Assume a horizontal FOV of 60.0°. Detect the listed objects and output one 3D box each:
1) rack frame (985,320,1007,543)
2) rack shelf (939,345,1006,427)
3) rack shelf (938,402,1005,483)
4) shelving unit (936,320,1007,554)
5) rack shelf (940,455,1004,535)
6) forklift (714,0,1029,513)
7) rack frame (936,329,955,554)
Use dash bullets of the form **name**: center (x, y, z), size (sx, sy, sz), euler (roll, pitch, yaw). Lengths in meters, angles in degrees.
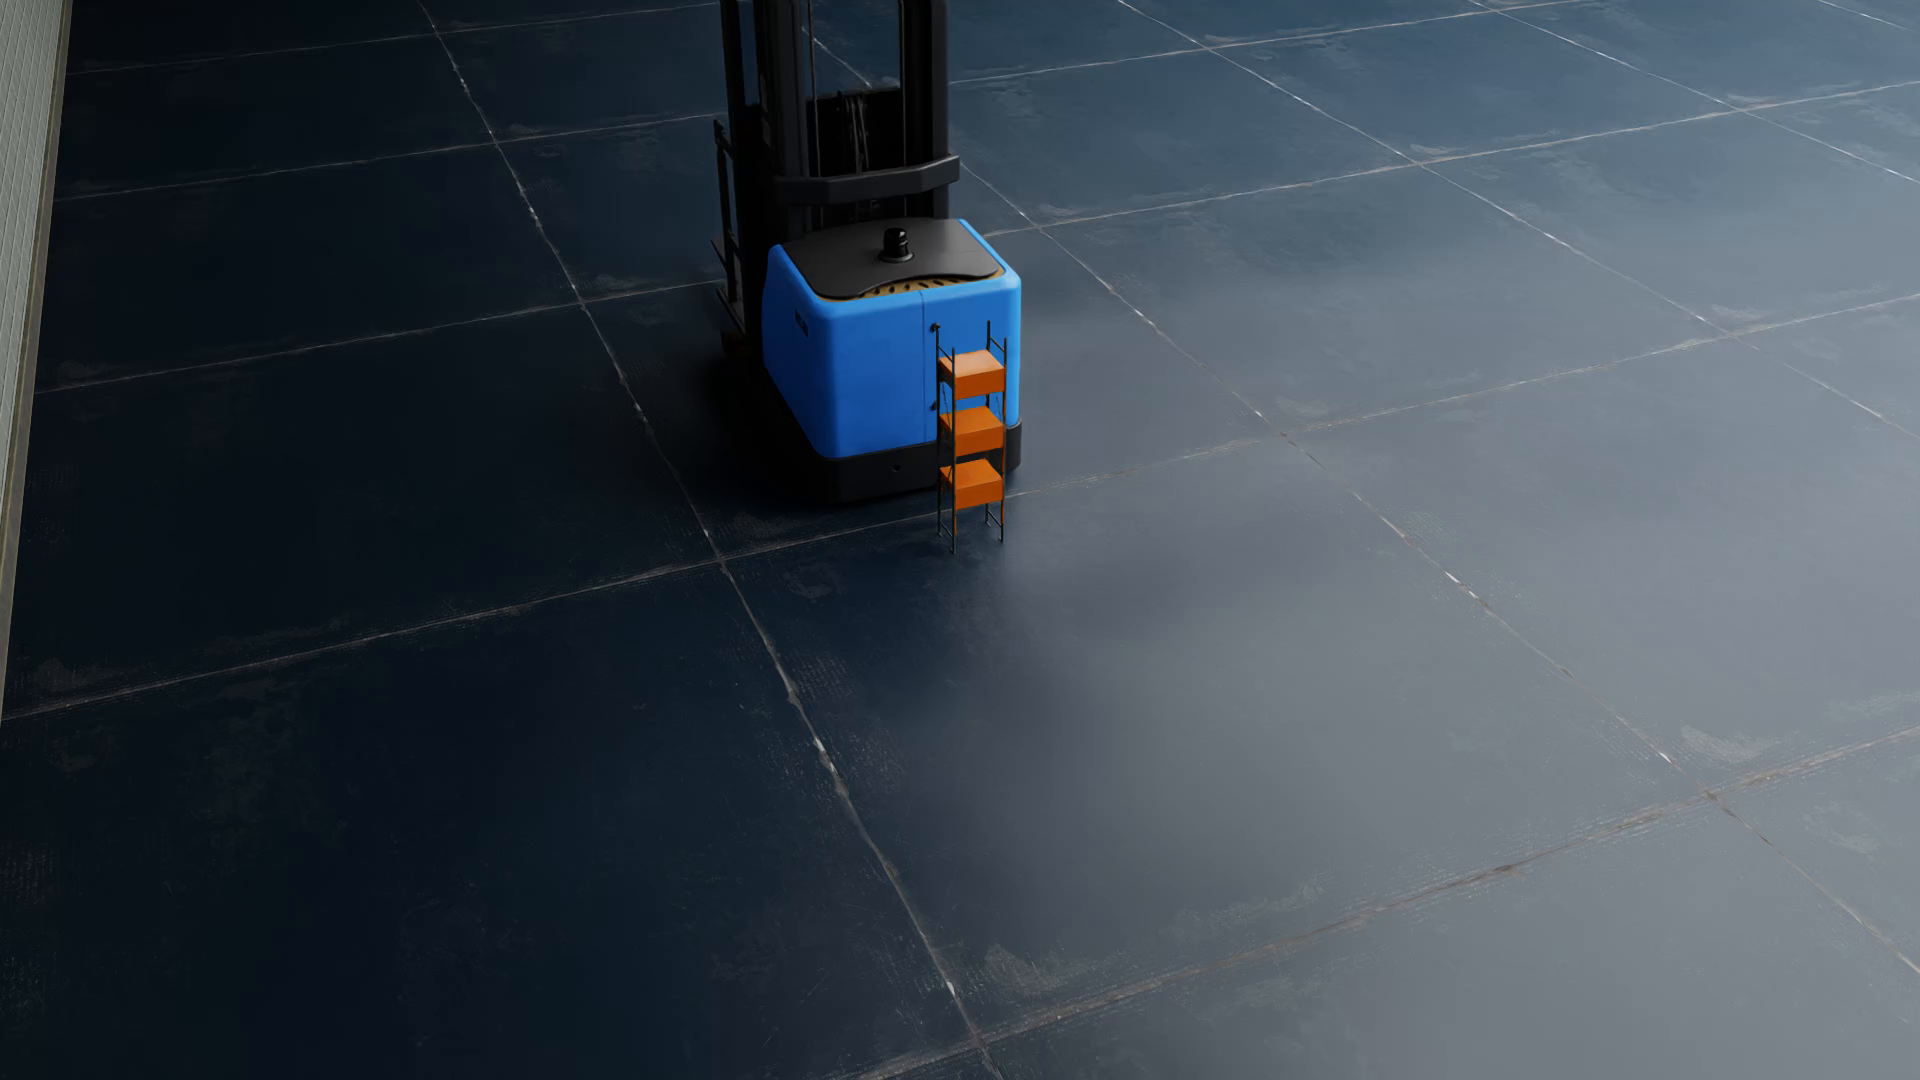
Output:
- **rack frame**: center (0.162, -0.477, 7.521), size (0.008, 1.050, 0.200), euler (-13, 35, -19)
- **rack shelf**: center (0.049, -0.680, 7.332), size (0.240, 0.259, 0.215), euler (-13, 35, -19)
- **rack shelf**: center (0.049, -0.442, 7.487), size (0.240, 0.259, 0.215), euler (-13, 35, -19)
- **shelving unit**: center (0.049, -0.451, 7.481), size (0.252, 1.050, 0.215), euler (-13, 35, -19)
- **rack shelf**: center (0.049, -0.210, 7.638), size (0.240, 0.259, 0.215), euler (-13, 35, -19)
- **forklift**: center (-0.655, -2.151, 8.368), size (1.130, 2.935, 3.031), euler (-11, 35, -17)
- **rack frame**: center (-0.063, -0.426, 7.441), size (0.008, 1.050, 0.200), euler (-13, 35, -19)
